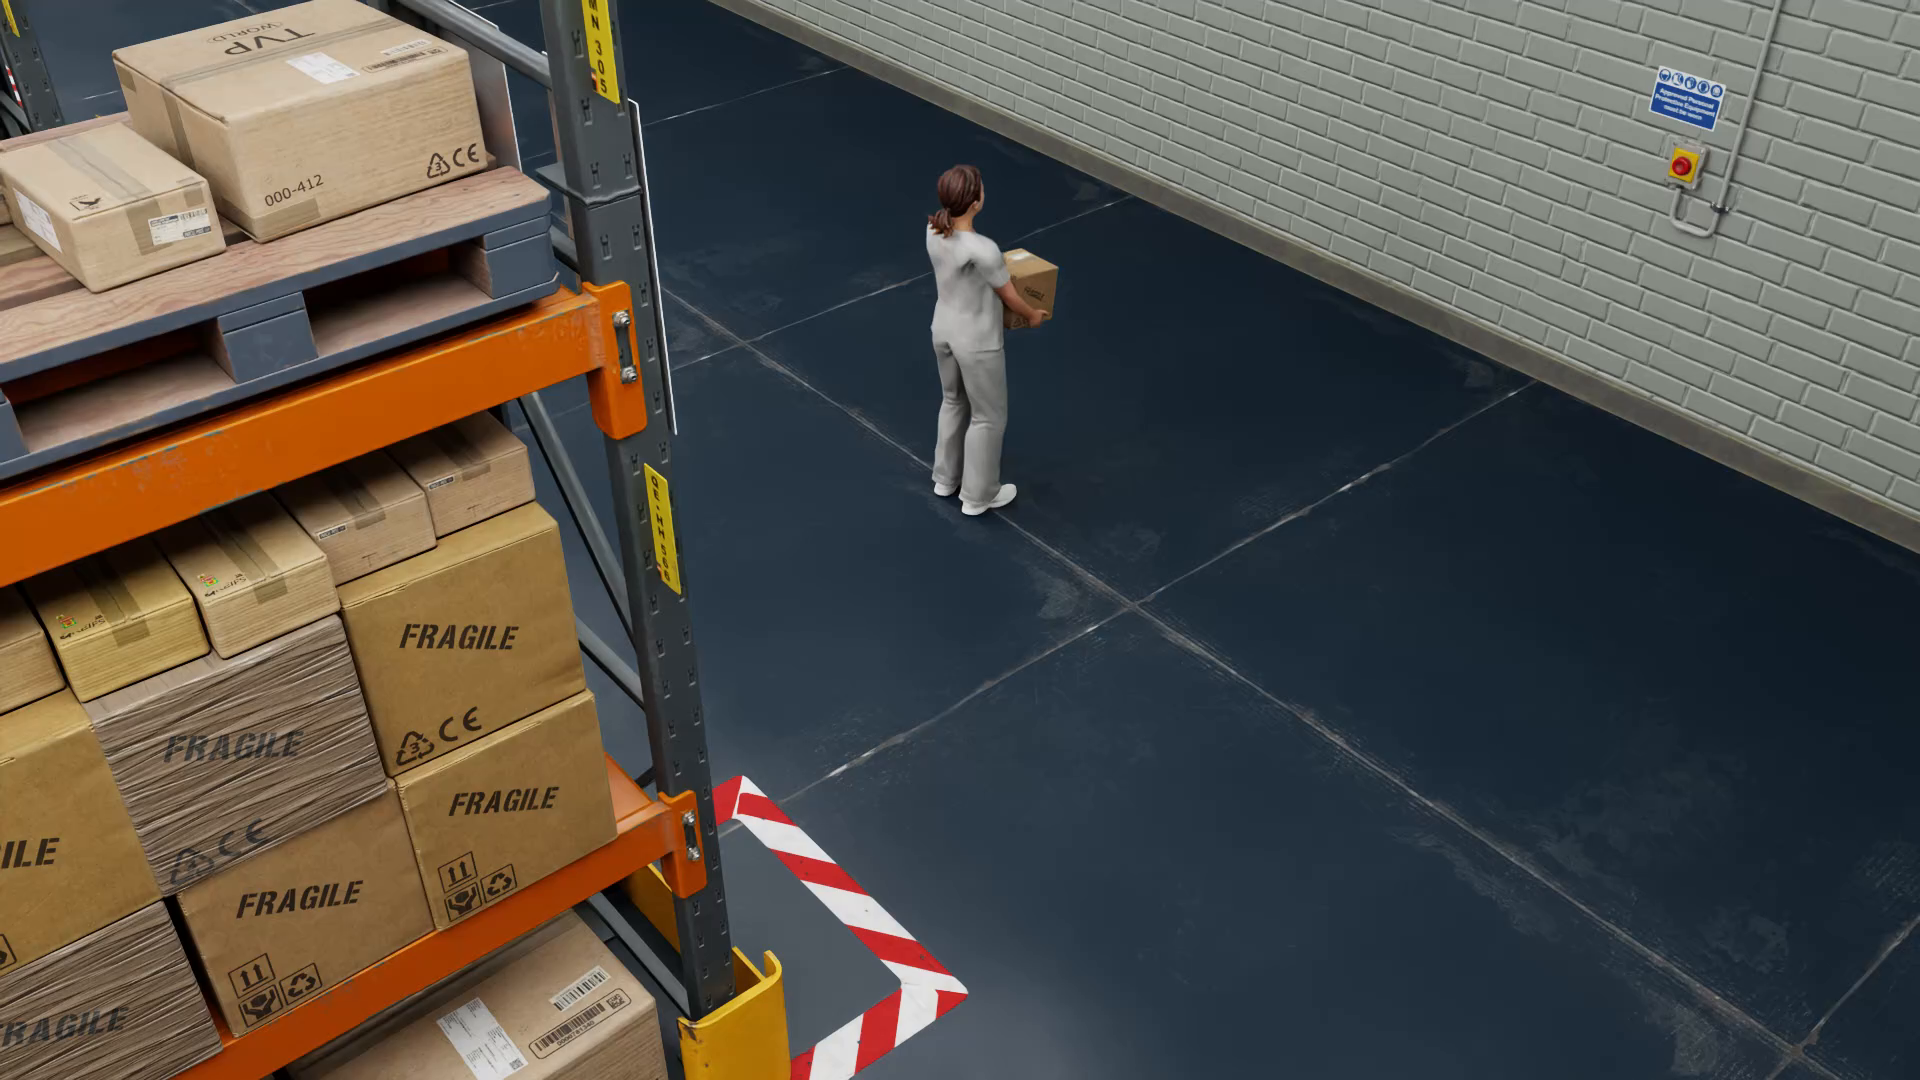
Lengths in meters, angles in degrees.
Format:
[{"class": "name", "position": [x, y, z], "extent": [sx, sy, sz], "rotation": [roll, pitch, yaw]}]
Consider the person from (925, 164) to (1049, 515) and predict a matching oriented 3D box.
[{"class": "person", "position": [0.098, -0.910, 7.409], "extent": [0.545, 1.668, 0.431], "rotation": [-26, 44, -31]}]
